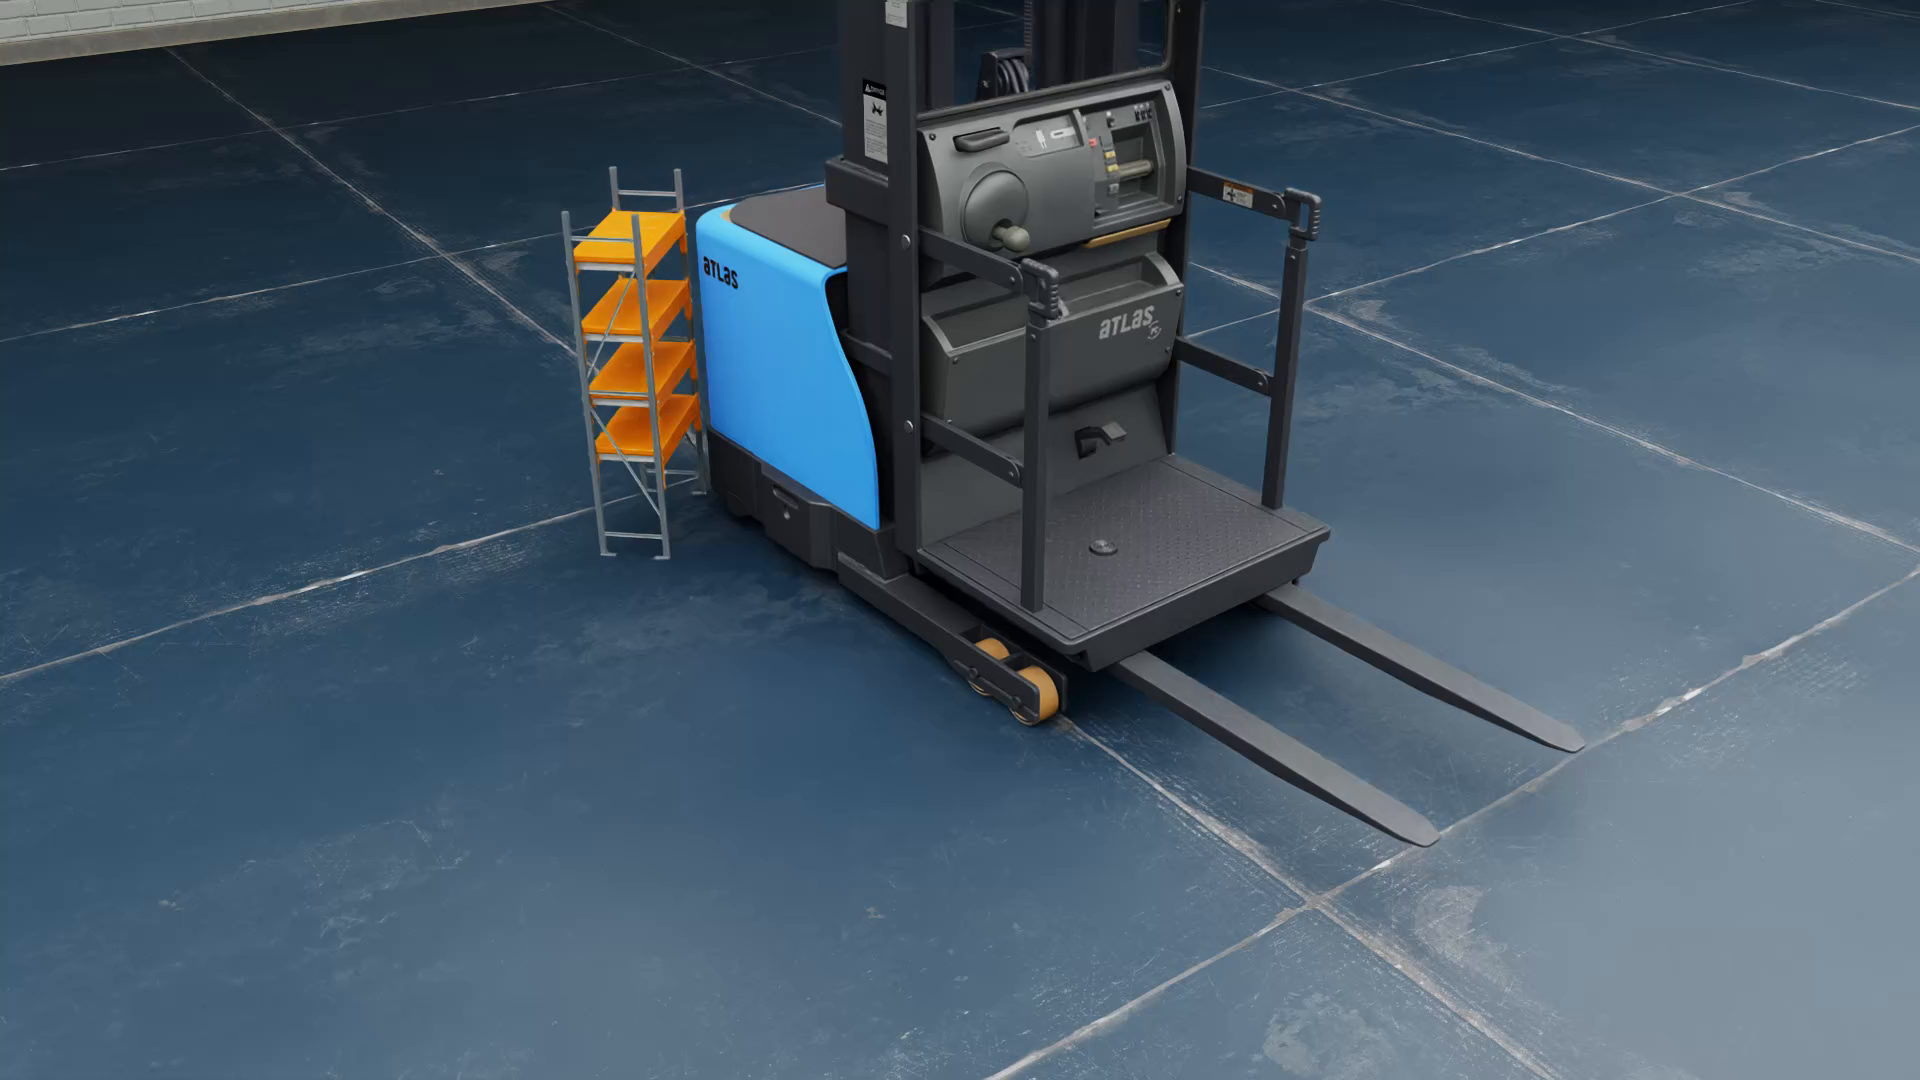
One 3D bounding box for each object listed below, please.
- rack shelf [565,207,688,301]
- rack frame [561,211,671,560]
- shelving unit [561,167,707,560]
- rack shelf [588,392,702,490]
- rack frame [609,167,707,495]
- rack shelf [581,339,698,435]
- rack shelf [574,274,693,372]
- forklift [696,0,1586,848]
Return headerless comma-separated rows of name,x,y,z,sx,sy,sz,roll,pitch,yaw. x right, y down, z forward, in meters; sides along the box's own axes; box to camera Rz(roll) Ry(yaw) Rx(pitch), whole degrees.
rack shelf,-1.070,-0.931,5.383,0.258,0.148,0.480,3,29,6
rack frame,-1.099,-0.470,5.357,0.240,1.200,0.015,3,29,6
shelving unit,-1.070,-0.585,5.570,0.258,1.200,0.503,3,29,6
rack shelf,-1.071,-0.352,5.697,0.258,0.148,0.480,3,29,6
rack frame,-1.042,-0.701,5.783,0.240,1.200,0.015,3,29,6
rack shelf,-1.071,-0.526,5.602,0.258,0.148,0.480,3,29,6
rack shelf,-1.070,-0.723,5.496,0.258,0.148,0.480,3,29,6
forklift,0.420,-1.028,4.571,1.130,2.935,3.031,-21,35,-33
